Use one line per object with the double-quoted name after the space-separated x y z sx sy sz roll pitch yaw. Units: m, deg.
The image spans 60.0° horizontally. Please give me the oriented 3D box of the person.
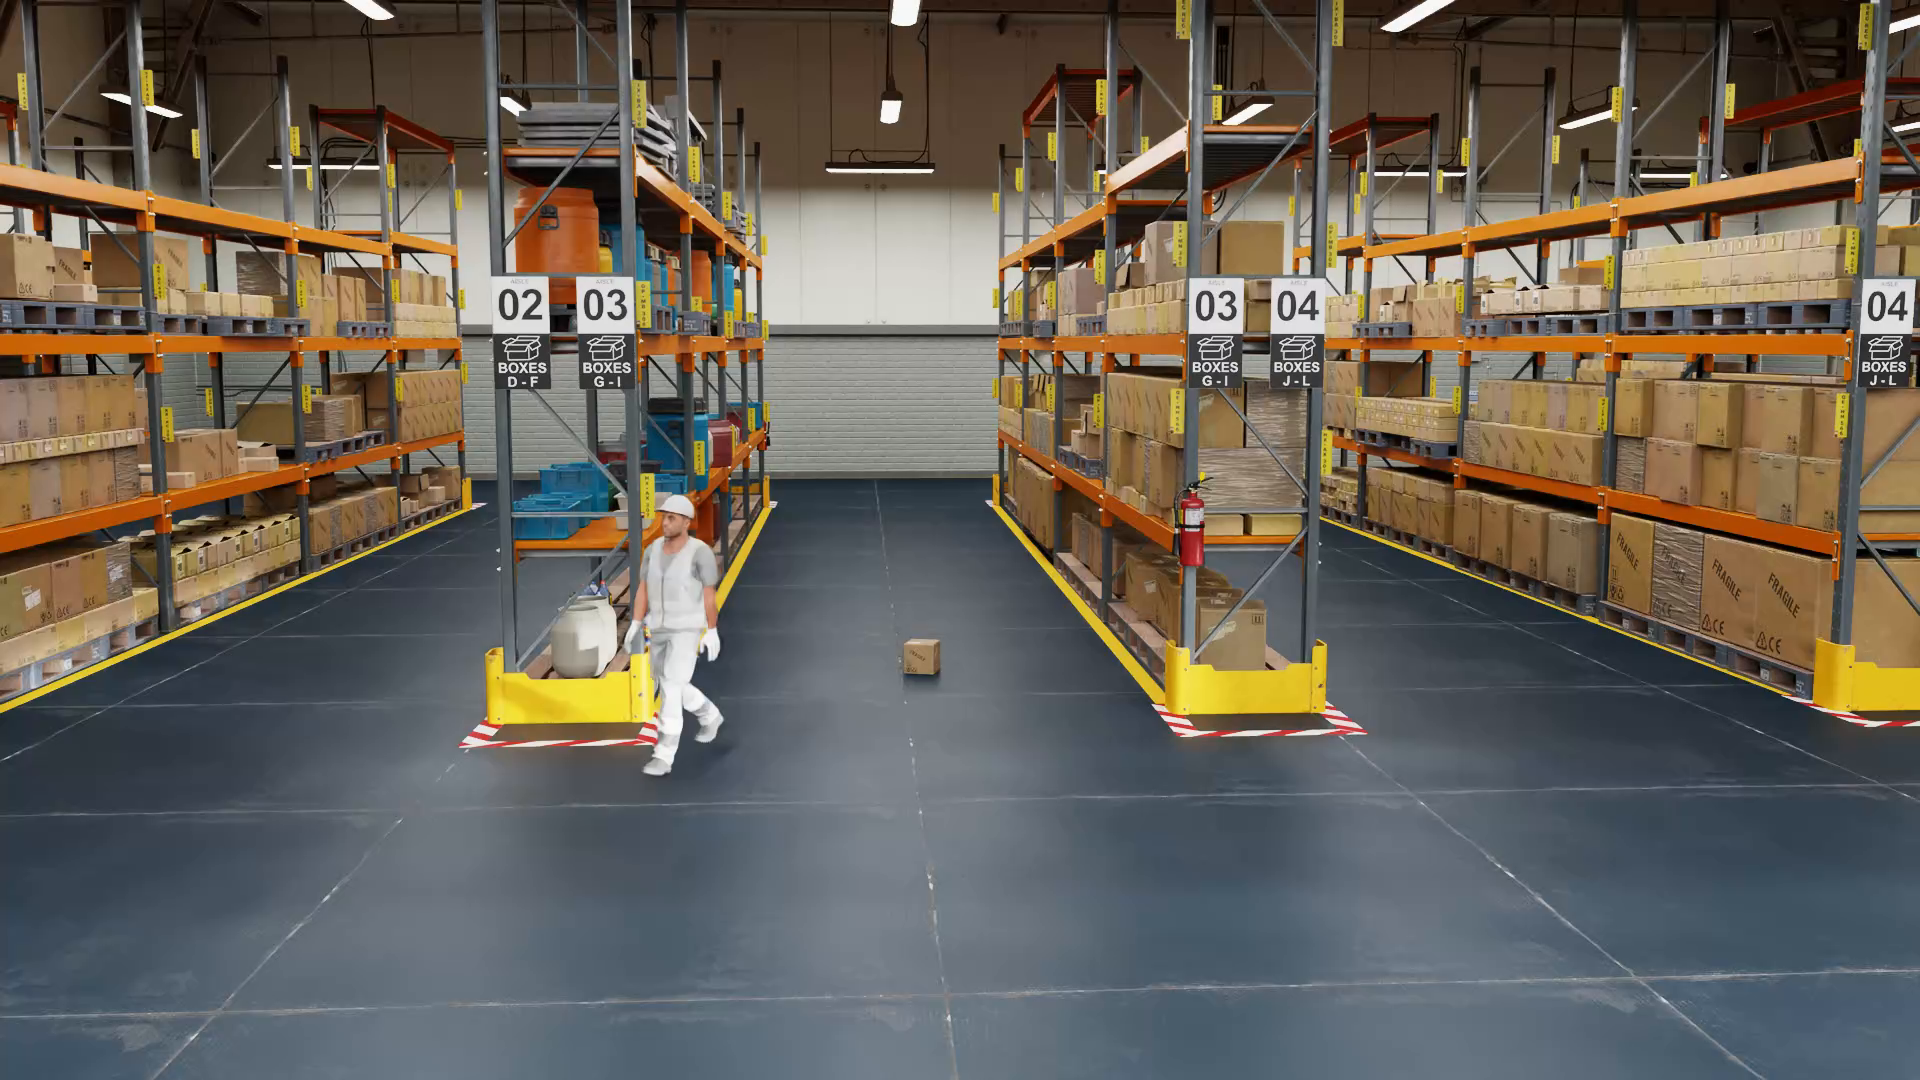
-1.847 0.580 10.760 0.565 1.755 0.996 4 8 27 "person"
